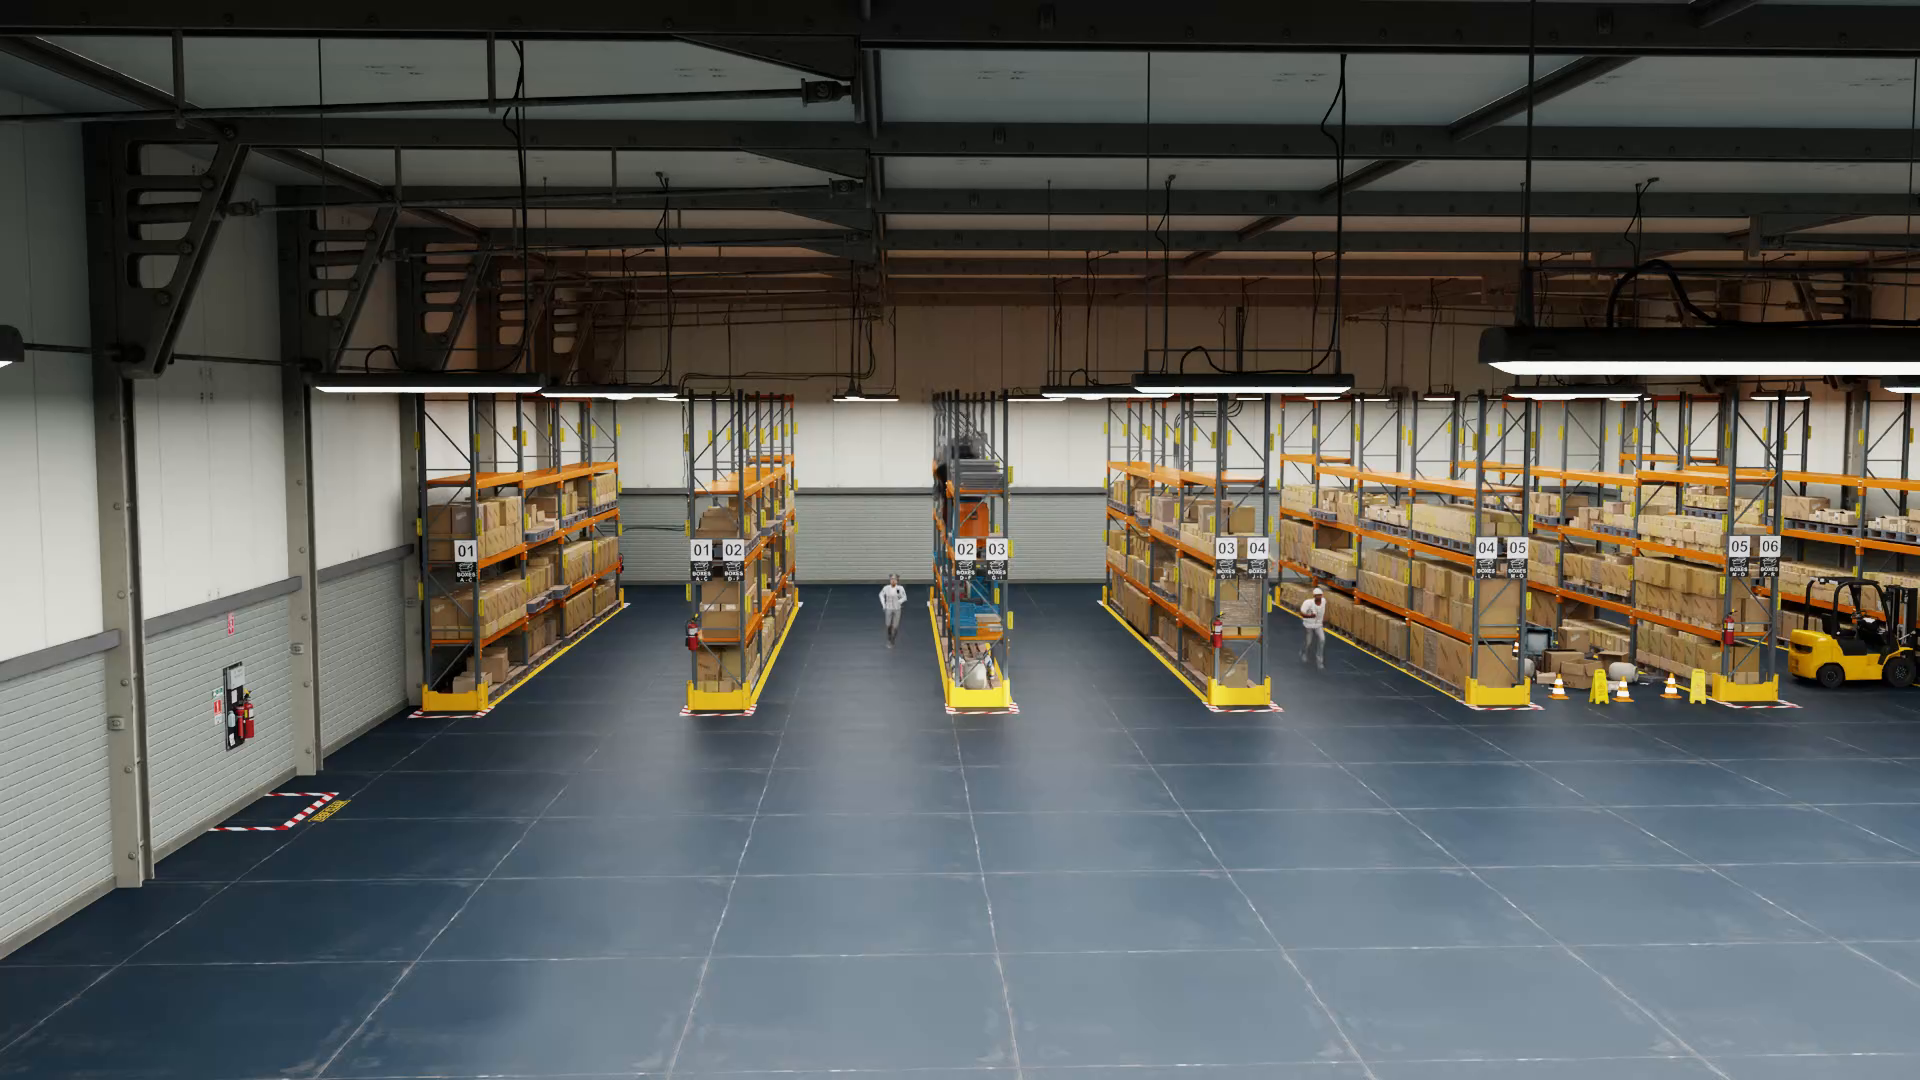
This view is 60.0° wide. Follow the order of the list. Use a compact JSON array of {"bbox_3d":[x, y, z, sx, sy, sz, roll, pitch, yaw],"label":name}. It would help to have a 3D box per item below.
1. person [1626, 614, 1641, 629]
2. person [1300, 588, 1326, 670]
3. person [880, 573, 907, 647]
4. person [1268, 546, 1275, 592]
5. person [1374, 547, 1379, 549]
[{"bbox_3d":[16.610,1.610,41.057,0.511,1.595,0.987,0,5,-2],"label":"person"},{"bbox_3d":[7.675,1.908,36.277,0.694,1.774,1.006,-1,5,-11],"label":"person"},{"bbox_3d":[-1.493,1.576,37.175,0.612,1.678,0.614,0,5,0],"label":"person"},{"bbox_3d":[8.850,0.947,48.515,0.887,1.623,0.635,-3,5,-30],"label":"person"},{"bbox_3d":[11.584,1.077,46.226,0.735,1.758,0.922,-1,5,-9],"label":"person"}]
